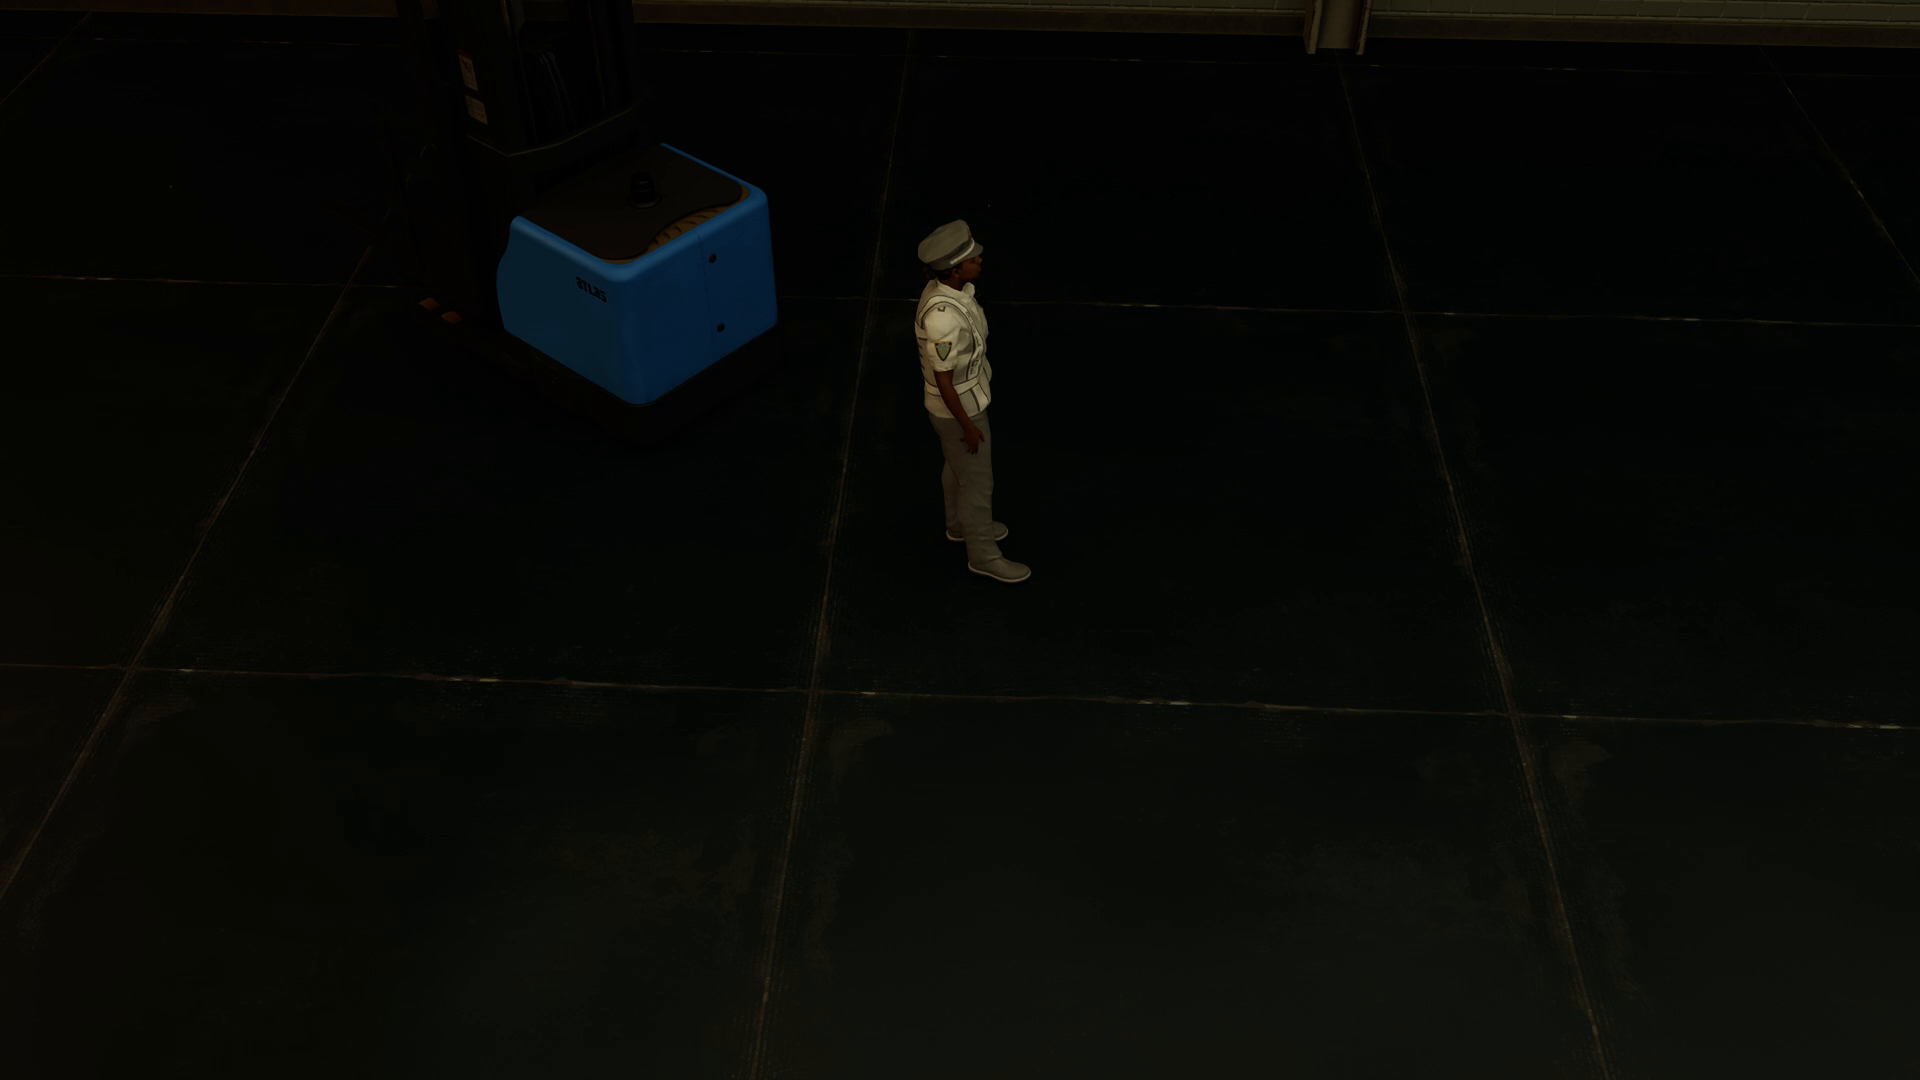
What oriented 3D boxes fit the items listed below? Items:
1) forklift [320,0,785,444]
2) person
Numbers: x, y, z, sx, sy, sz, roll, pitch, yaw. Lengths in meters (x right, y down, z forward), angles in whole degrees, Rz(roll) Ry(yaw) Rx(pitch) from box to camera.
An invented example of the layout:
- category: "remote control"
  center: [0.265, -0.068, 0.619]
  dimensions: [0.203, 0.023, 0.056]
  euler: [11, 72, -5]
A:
- category: "forklift"
  center: [-2.386, -2.408, 8.380]
  dimensions: [3.031, 2.935, 1.130]
  euler: [30, 50, 29]
- category: "person"
  center: [0.074, -0.615, 7.323]
  dimensions: [0.528, 1.693, 0.569]
  euler: [2, 42, 2]
